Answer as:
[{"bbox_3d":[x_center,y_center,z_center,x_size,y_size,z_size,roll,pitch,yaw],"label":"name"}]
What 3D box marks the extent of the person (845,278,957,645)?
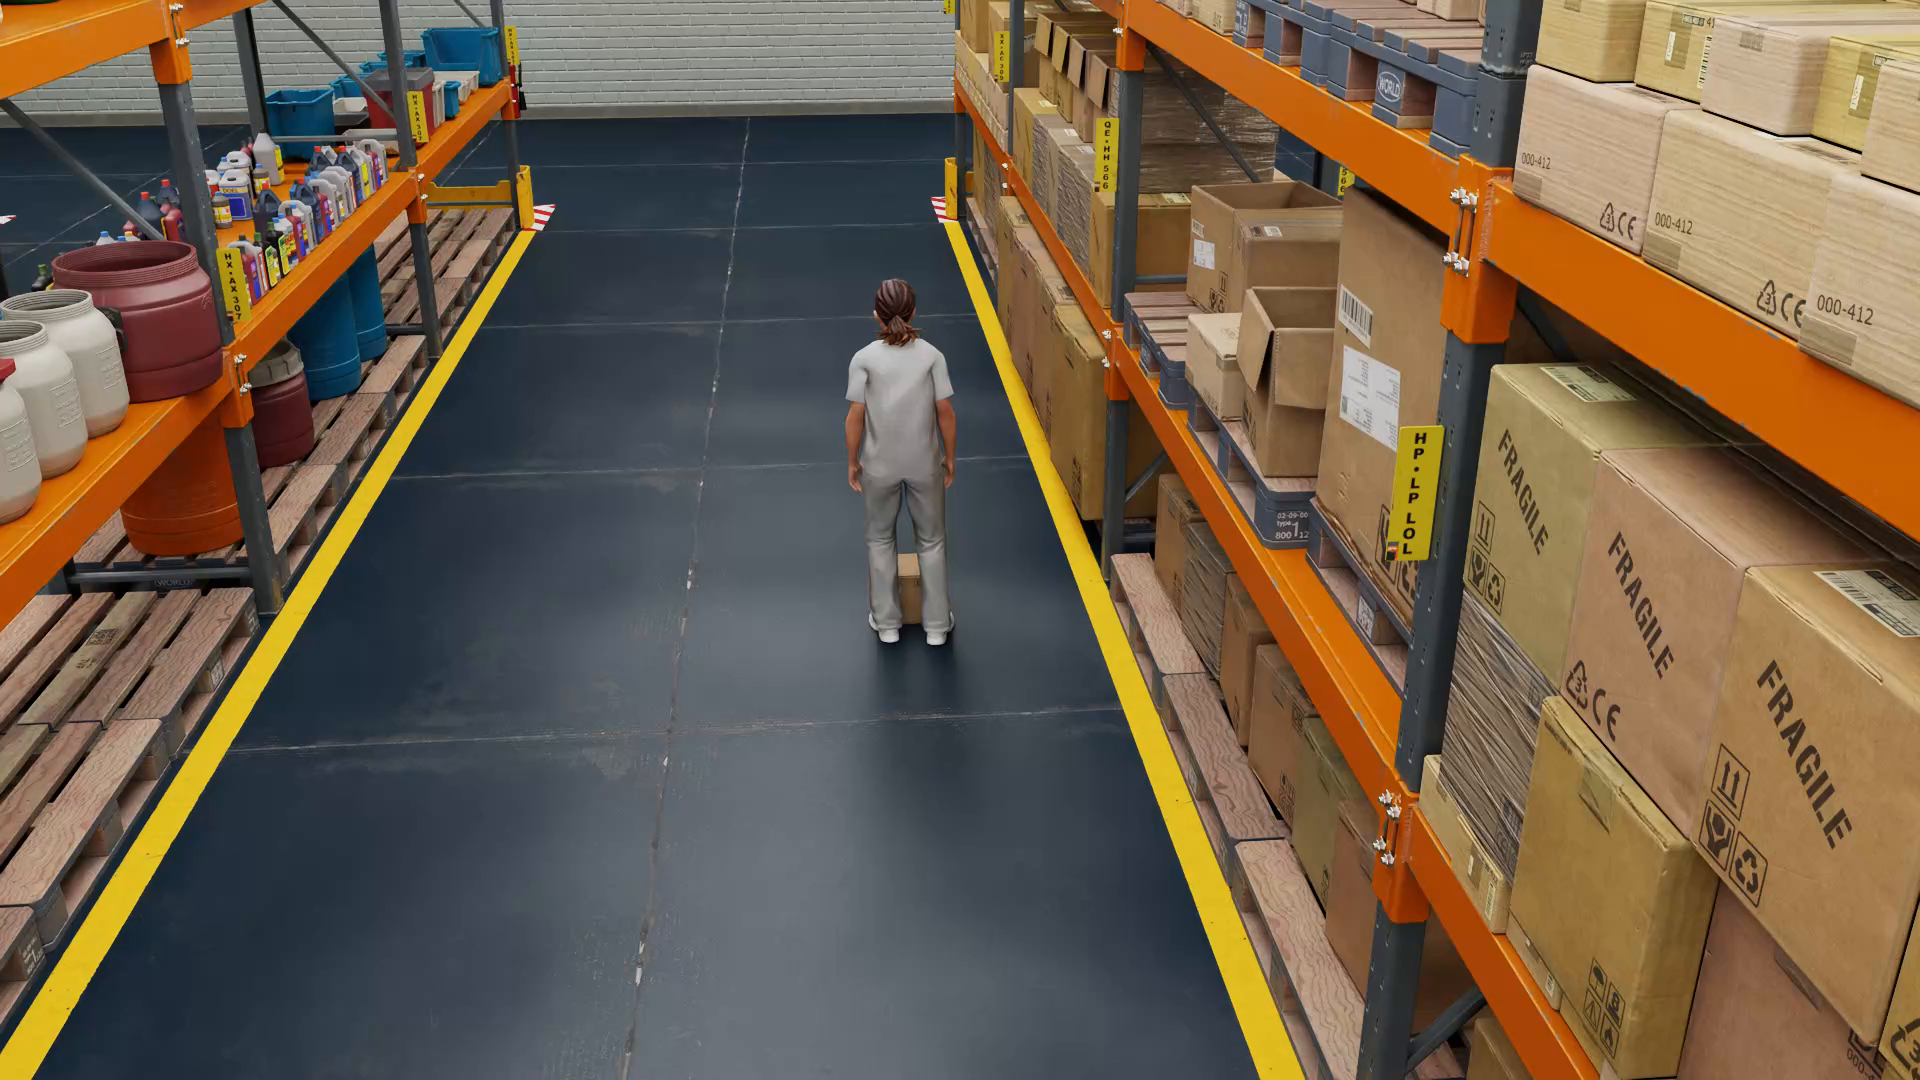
[{"bbox_3d":[-0.261,-0.327,7.350,0.485,1.667,0.408,-2,24,-5],"label":"person"}]
